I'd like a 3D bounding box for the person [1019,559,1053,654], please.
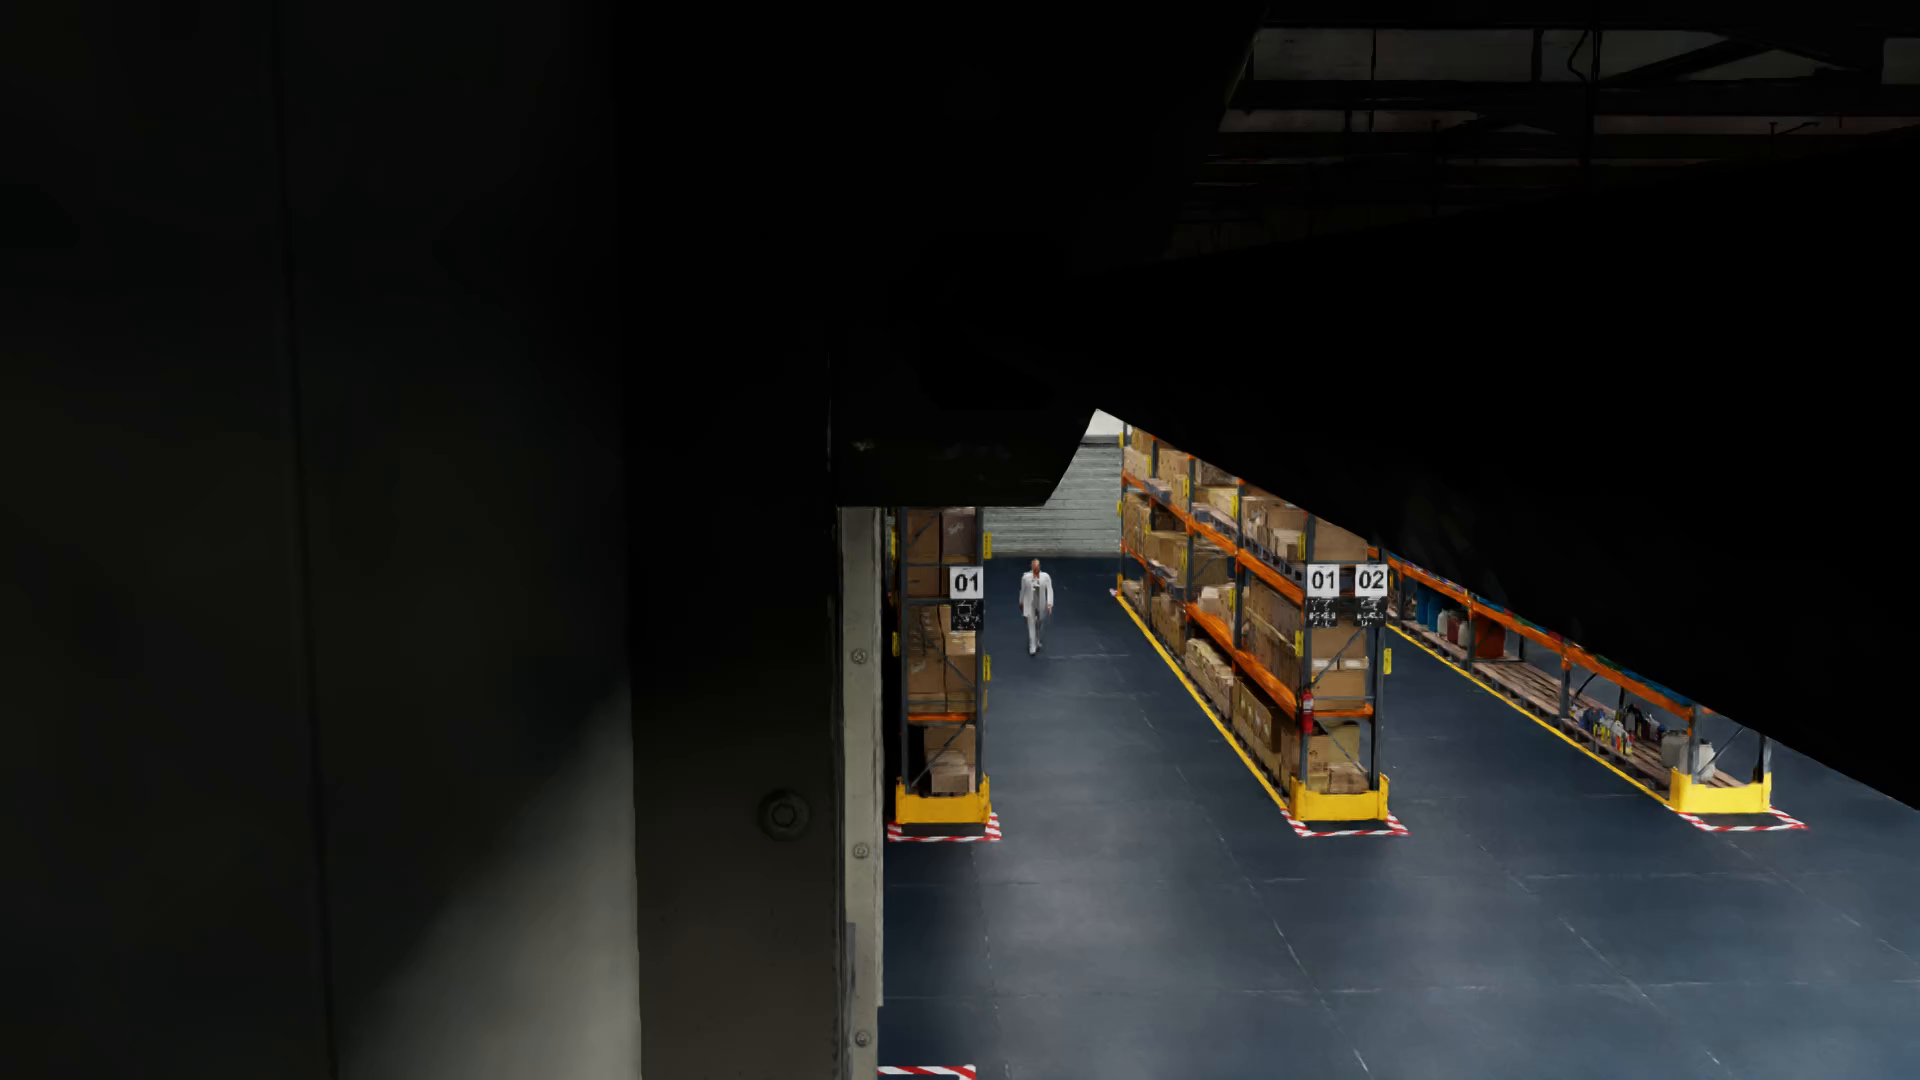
[{"bbox_3d":[1.403,1.190,30.538,0.603,1.724,1.110,0,8,-3],"label":"person"}]
